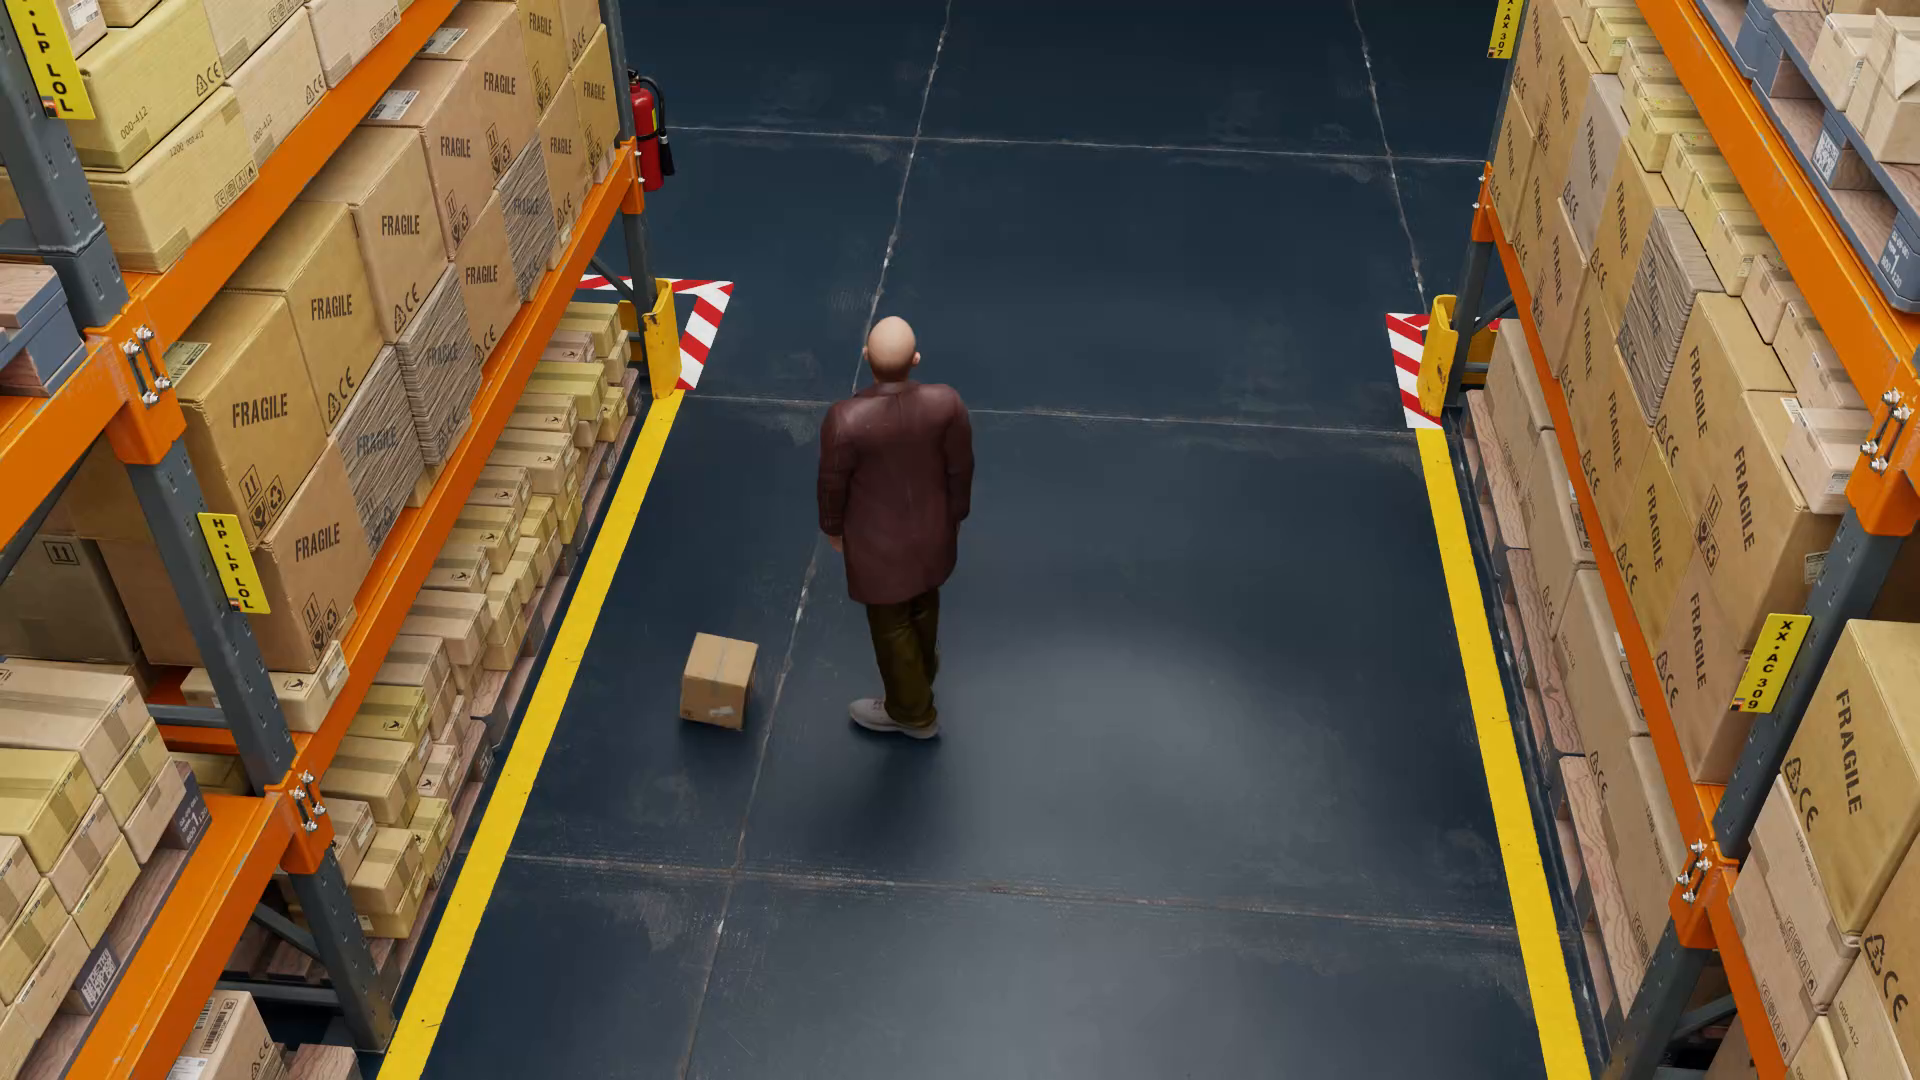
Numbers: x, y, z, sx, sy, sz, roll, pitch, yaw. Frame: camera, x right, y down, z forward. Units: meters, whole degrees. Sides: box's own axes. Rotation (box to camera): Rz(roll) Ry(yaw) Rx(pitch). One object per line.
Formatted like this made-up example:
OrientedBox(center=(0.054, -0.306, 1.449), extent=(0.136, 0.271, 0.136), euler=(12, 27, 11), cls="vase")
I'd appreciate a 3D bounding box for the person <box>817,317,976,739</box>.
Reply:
OrientedBox(center=(-0.232, -0.031, 6.185), extent=(0.574, 1.787, 0.544), euler=(-16, 42, -18), cls="person")
